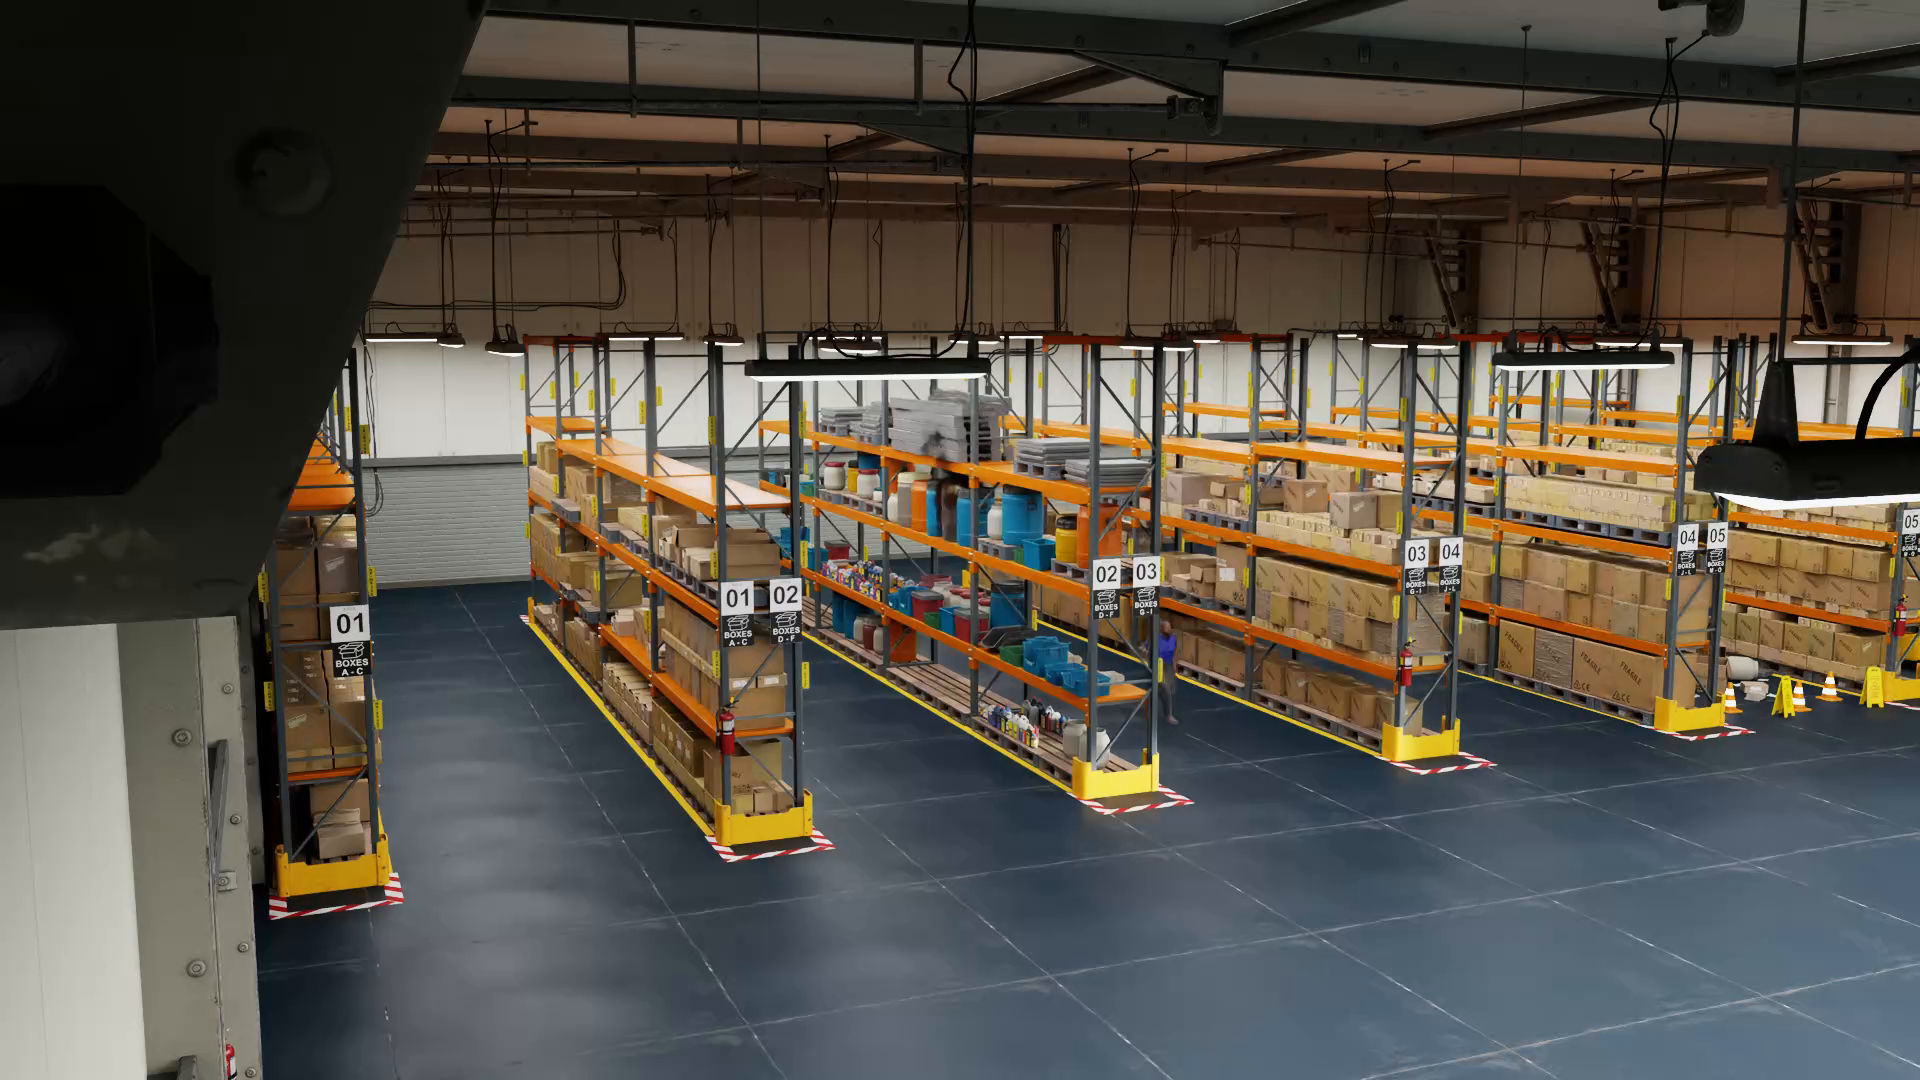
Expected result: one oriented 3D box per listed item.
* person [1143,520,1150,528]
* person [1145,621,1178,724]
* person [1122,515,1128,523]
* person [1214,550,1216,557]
[{"bbox_3d":[4.937,-0.081,41.913,0.709,1.681,1.007,7,10,40],"label":"person"},{"bbox_3d":[3.182,2.060,26.276,0.598,1.626,0.671,-4,9,-28],"label":"person"},{"bbox_3d":[3.755,0.114,40.327,0.775,1.718,0.862,5,9,31],"label":"person"},{"bbox_3d":[6.552,0.110,41.194,0.506,1.550,0.581,5,9,35],"label":"person"}]
